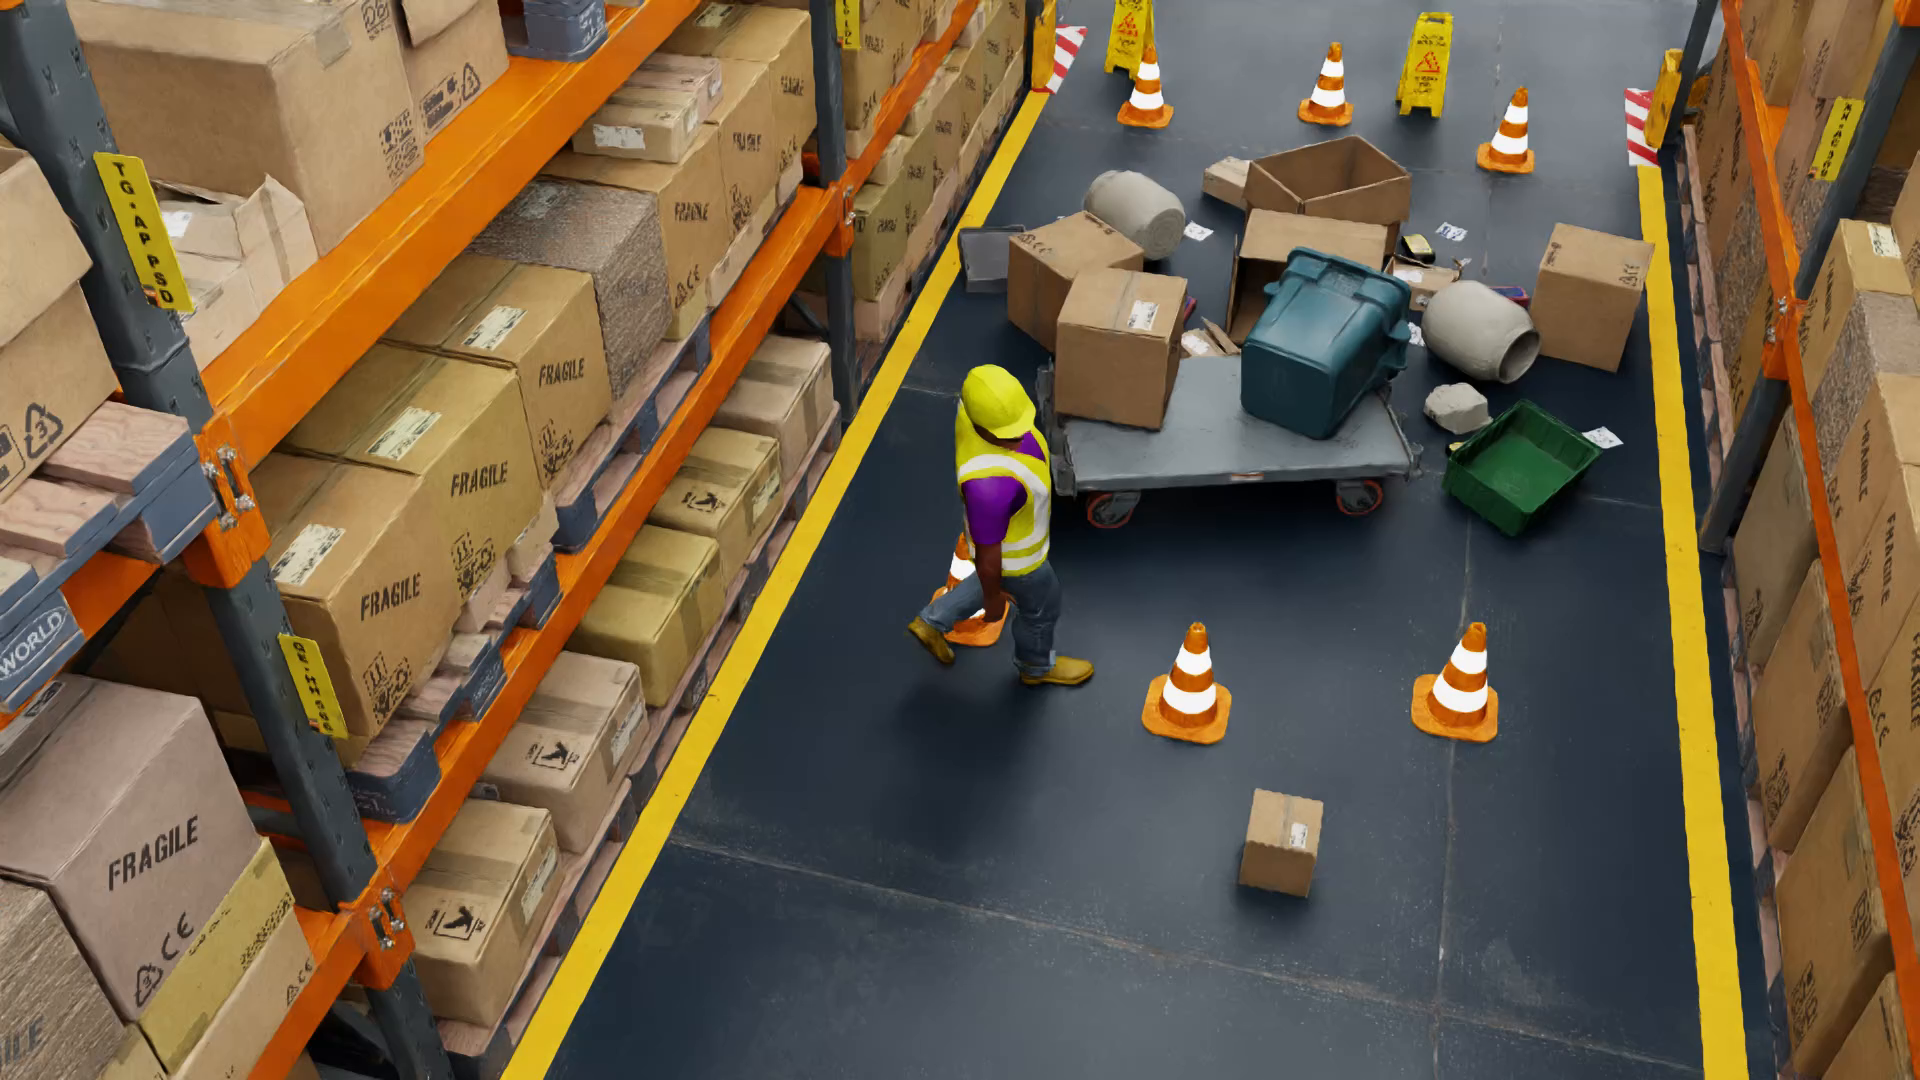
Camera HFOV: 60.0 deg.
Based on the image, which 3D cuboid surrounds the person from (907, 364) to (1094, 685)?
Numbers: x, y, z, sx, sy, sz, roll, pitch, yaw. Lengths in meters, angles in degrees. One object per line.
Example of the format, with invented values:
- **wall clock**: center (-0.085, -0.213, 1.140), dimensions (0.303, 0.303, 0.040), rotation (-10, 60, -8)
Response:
- **person**: center (0.177, -0.006, 6.183), dimensions (0.766, 1.717, 0.631), rotation (-2, 41, -3)
